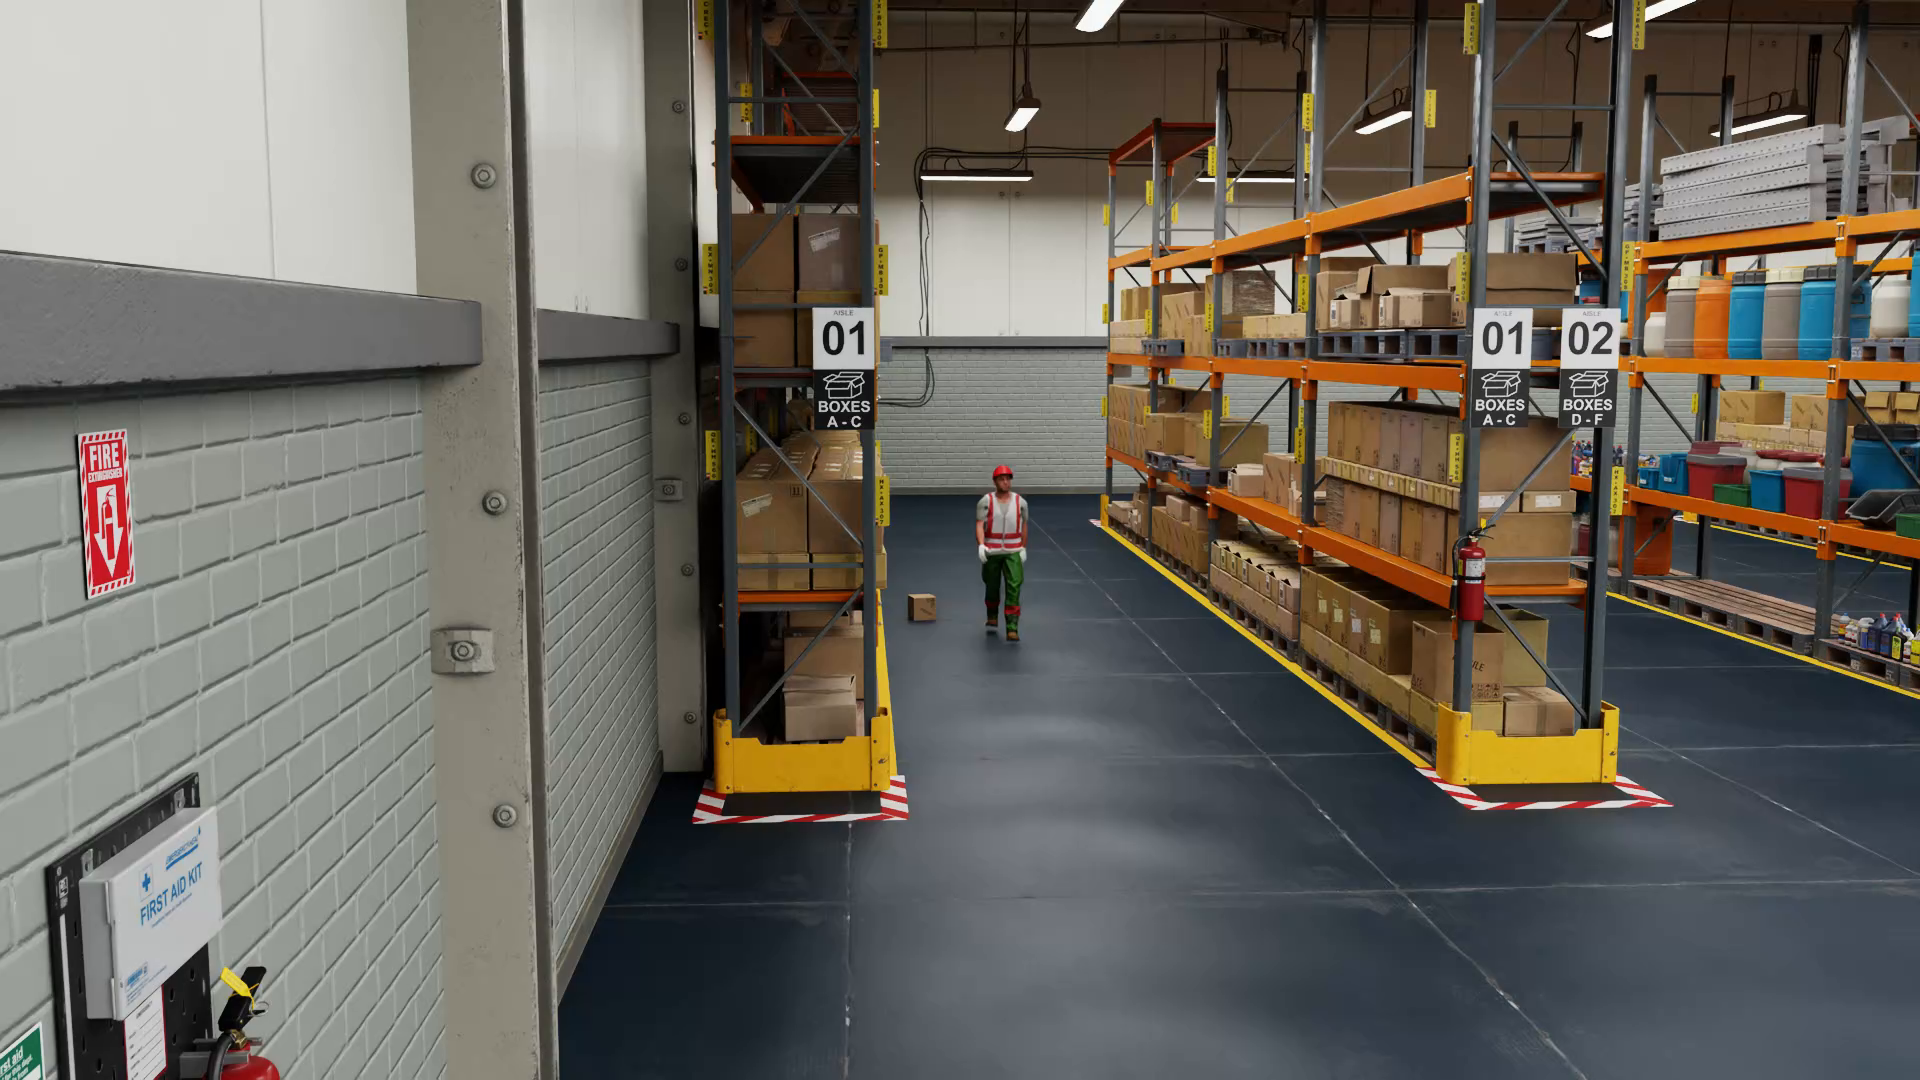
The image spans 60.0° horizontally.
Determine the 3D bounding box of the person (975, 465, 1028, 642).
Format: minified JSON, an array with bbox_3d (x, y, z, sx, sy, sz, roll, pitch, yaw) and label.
[{"bbox_3d":[0.422,0.121,16.672,0.538,1.735,1.089,0,7,-2],"label":"person"}]
